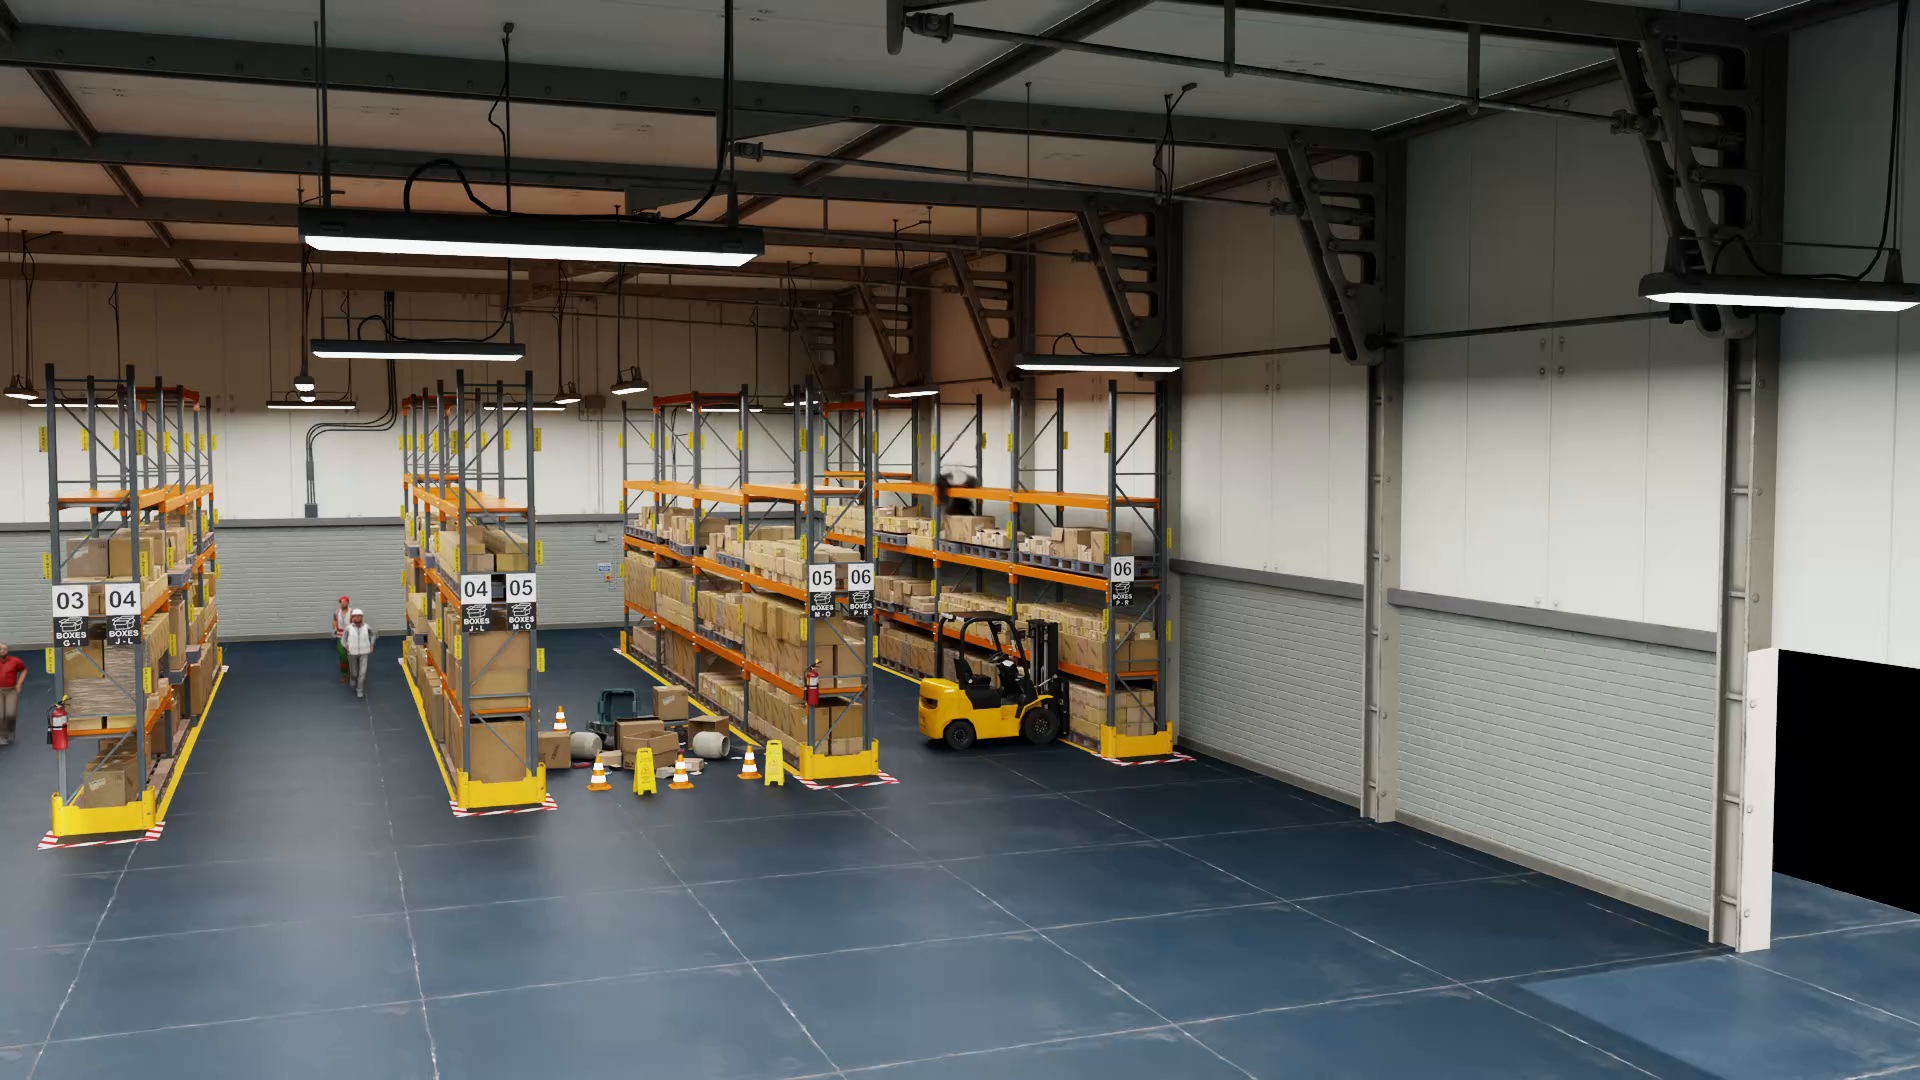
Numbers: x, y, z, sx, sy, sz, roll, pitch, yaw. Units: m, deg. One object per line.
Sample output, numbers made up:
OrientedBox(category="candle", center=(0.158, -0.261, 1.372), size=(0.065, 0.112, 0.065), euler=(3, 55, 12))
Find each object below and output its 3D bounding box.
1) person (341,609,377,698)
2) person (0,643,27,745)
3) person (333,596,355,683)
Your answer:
OrientedBox(category="person", center=(-11.850, 2.233, 32.811), size=(0.676, 1.740, 0.814), euler=(-1, 4, -23))
OrientedBox(category="person", center=(-15.807, 2.549, 27.510), size=(0.672, 1.683, 0.585), euler=(-2, 4, -30))
OrientedBox(category="person", center=(-12.878, 2.064, 34.961), size=(0.638, 1.796, 0.923), euler=(-1, 3, -11))
